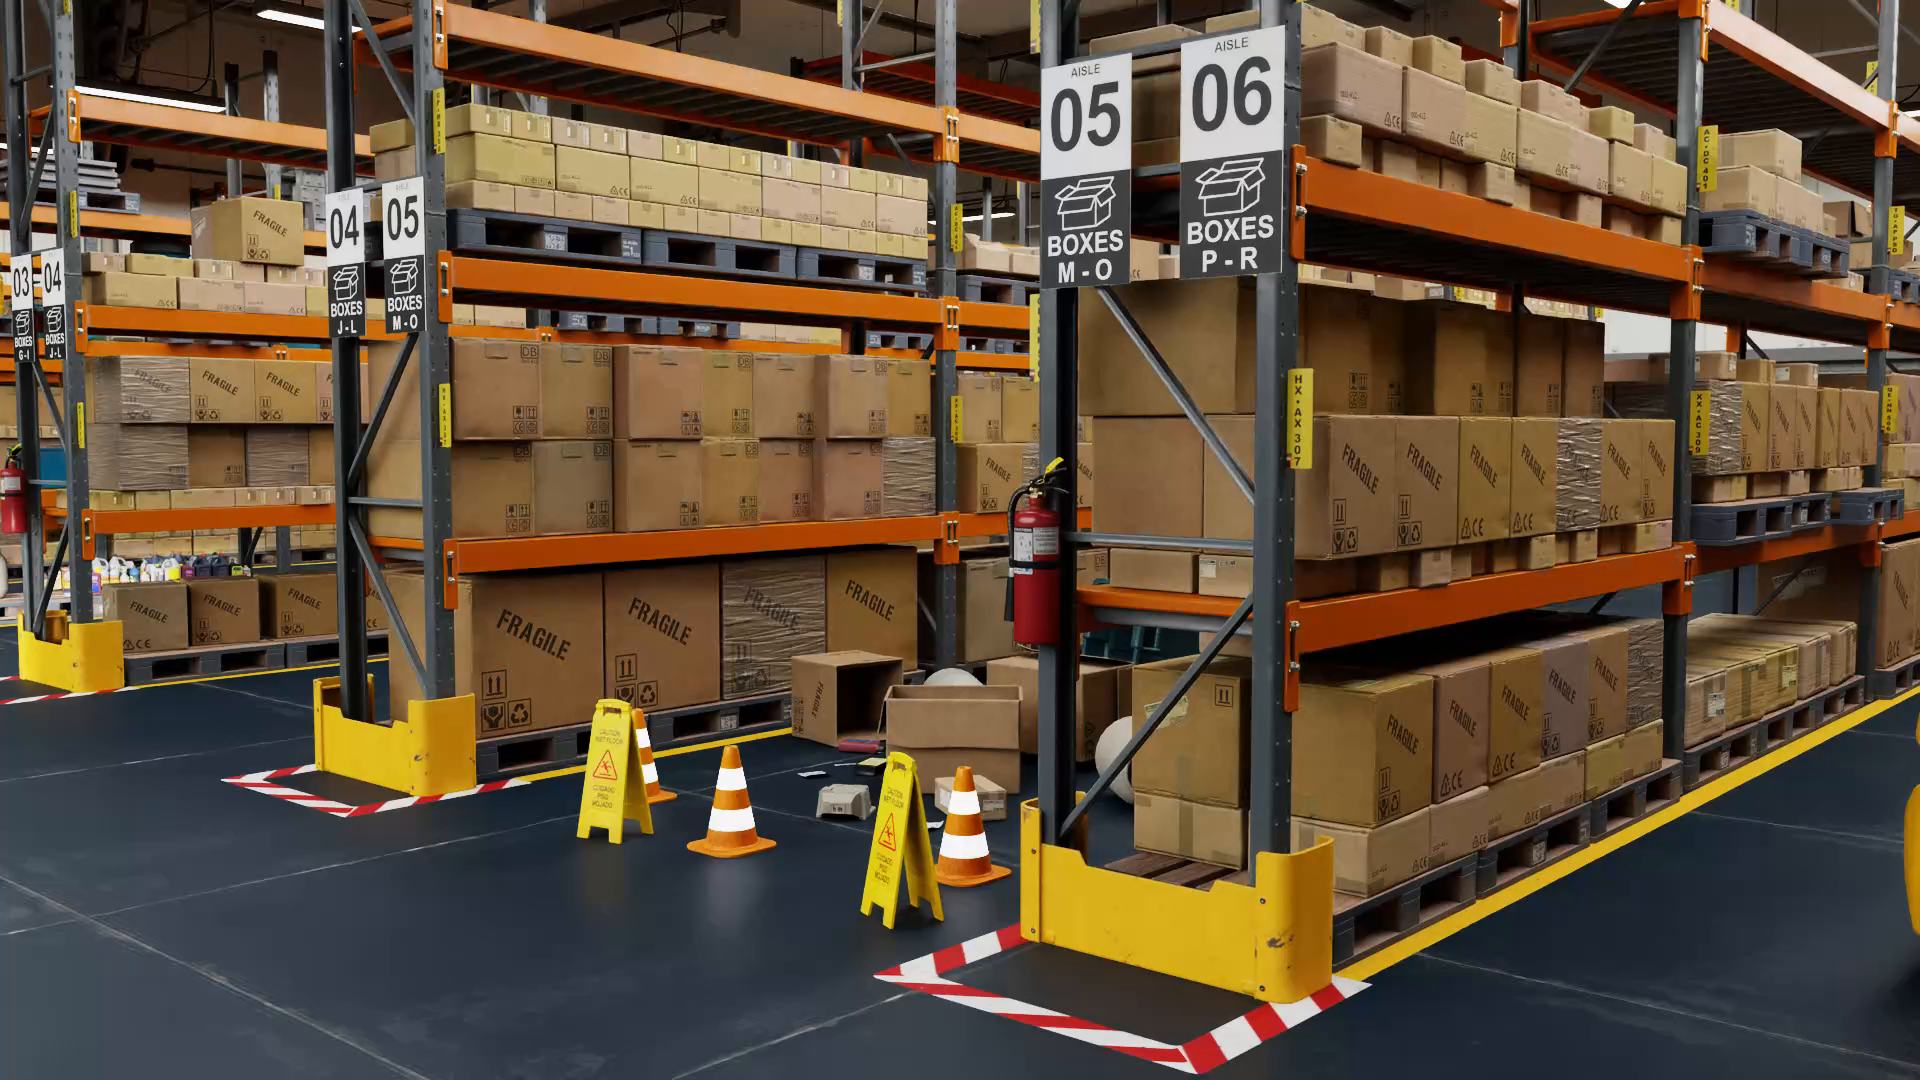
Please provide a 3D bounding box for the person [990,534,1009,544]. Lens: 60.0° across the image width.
[{"bbox_3d":[0.483,-0.076,18.140,0.425,1.637,0.328,3,5,42],"label":"person"}]
